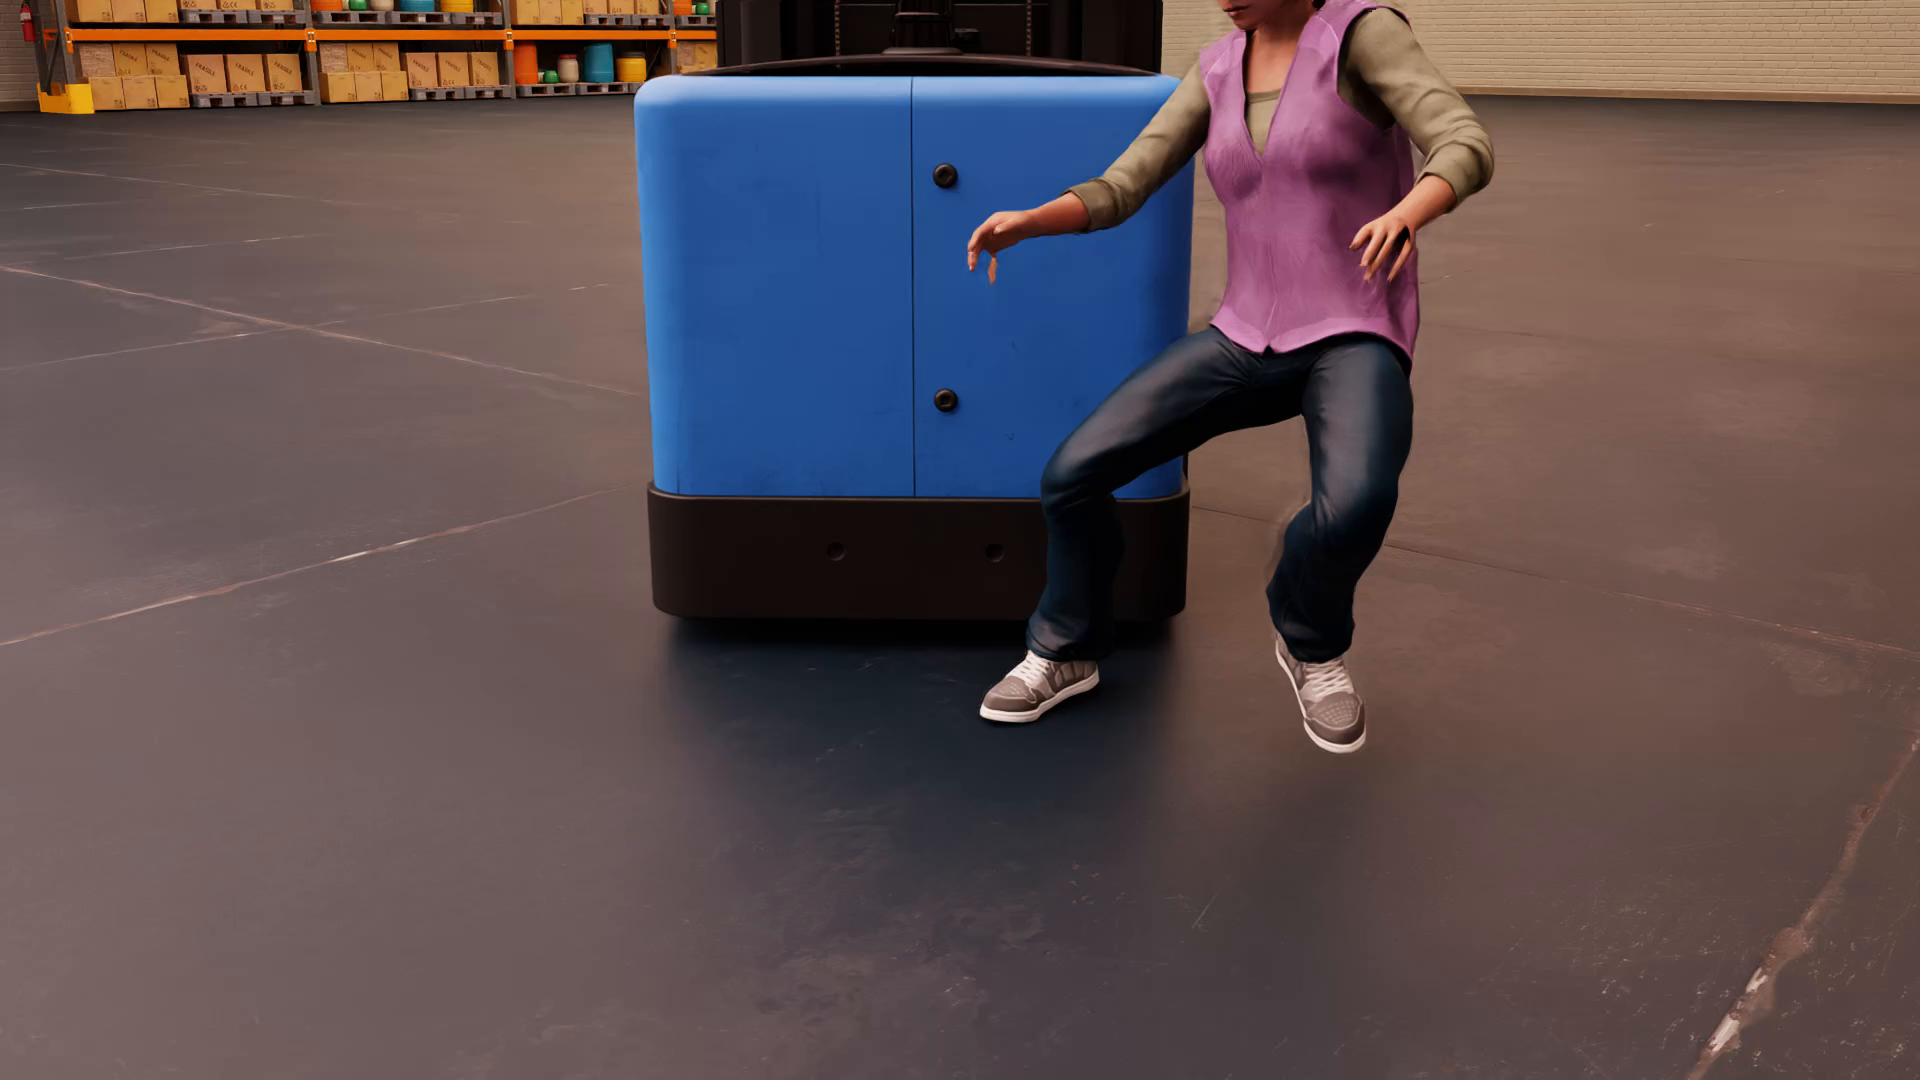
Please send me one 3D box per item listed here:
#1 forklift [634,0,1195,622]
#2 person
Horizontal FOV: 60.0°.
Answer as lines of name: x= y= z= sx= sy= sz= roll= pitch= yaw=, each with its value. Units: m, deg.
forklift: x=-0.044 y=-1.620 z=4.232 sx=1.130 sy=2.935 sz=3.031 roll=0 pitch=17 yaw=1
person: x=0.395 y=-0.312 z=2.571 sx=0.762 sy=1.399 sz=0.689 roll=15 pitch=22 yaw=40
